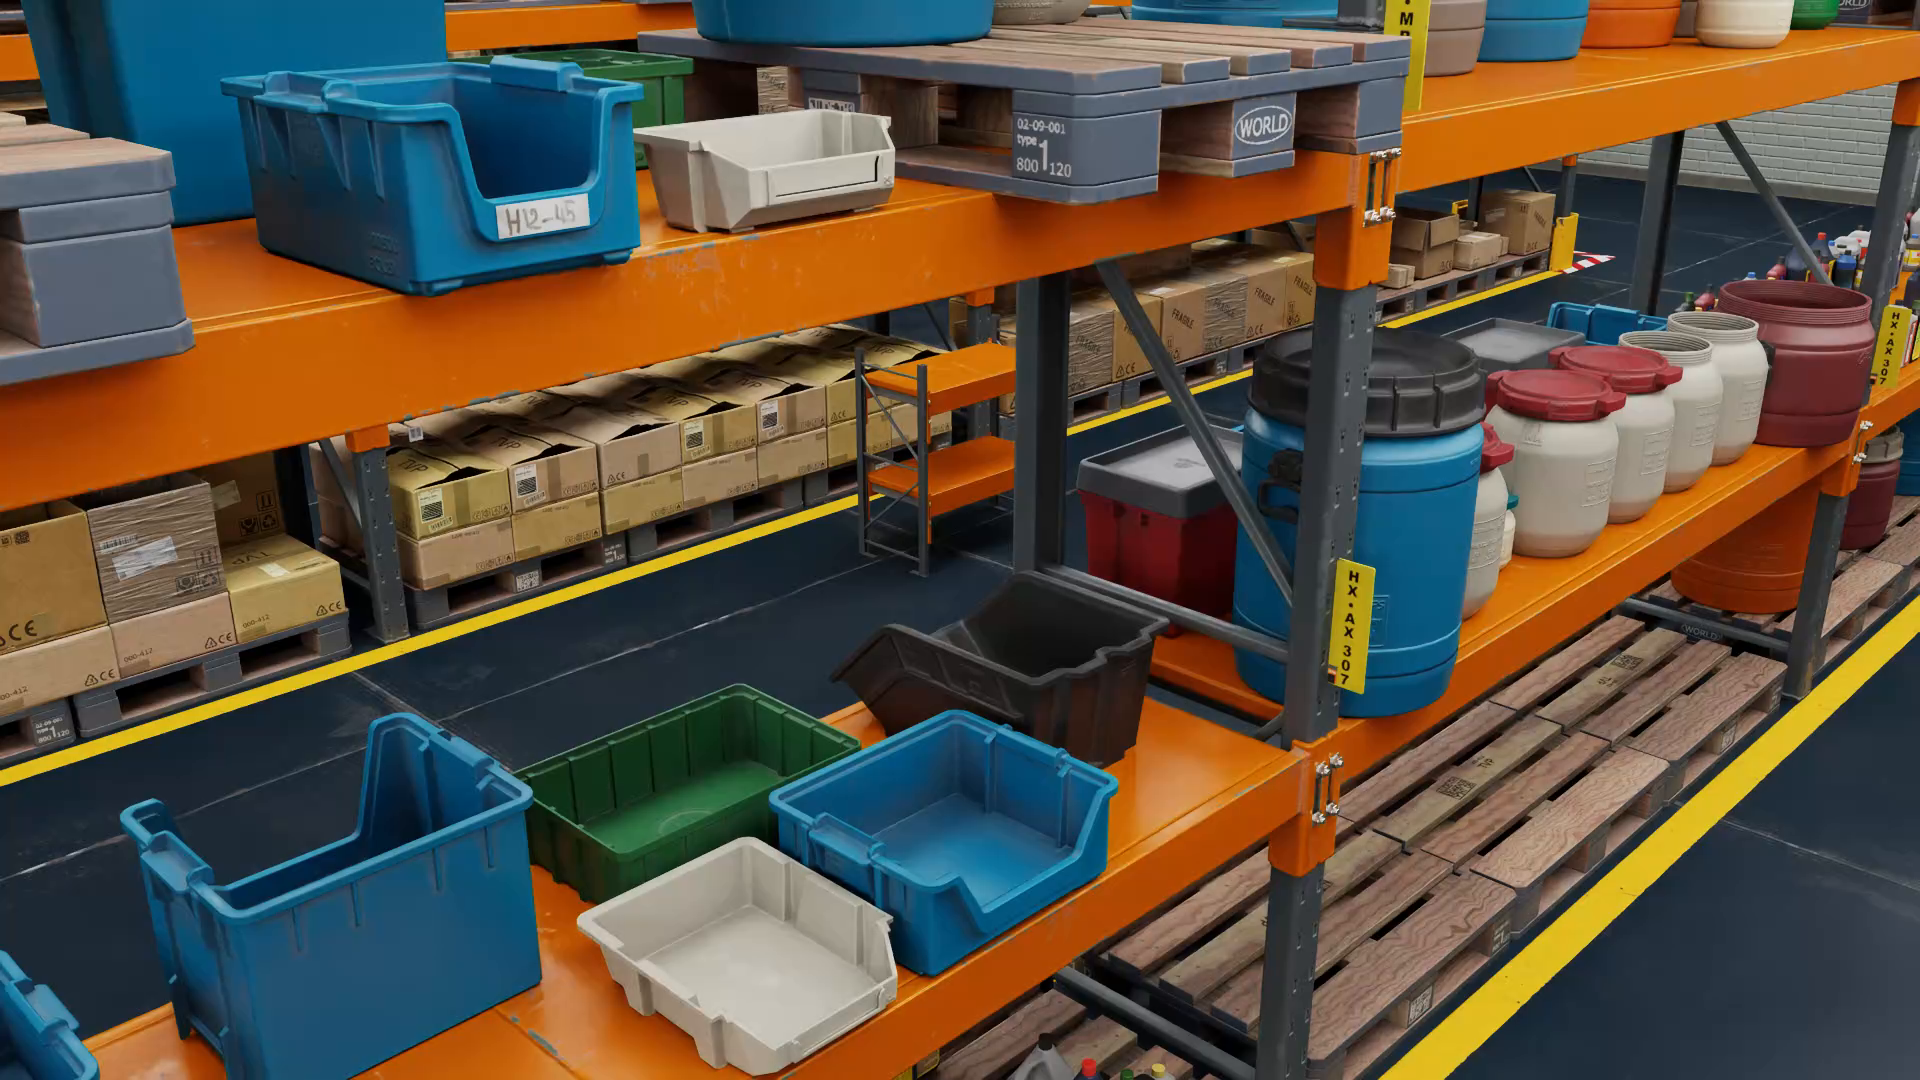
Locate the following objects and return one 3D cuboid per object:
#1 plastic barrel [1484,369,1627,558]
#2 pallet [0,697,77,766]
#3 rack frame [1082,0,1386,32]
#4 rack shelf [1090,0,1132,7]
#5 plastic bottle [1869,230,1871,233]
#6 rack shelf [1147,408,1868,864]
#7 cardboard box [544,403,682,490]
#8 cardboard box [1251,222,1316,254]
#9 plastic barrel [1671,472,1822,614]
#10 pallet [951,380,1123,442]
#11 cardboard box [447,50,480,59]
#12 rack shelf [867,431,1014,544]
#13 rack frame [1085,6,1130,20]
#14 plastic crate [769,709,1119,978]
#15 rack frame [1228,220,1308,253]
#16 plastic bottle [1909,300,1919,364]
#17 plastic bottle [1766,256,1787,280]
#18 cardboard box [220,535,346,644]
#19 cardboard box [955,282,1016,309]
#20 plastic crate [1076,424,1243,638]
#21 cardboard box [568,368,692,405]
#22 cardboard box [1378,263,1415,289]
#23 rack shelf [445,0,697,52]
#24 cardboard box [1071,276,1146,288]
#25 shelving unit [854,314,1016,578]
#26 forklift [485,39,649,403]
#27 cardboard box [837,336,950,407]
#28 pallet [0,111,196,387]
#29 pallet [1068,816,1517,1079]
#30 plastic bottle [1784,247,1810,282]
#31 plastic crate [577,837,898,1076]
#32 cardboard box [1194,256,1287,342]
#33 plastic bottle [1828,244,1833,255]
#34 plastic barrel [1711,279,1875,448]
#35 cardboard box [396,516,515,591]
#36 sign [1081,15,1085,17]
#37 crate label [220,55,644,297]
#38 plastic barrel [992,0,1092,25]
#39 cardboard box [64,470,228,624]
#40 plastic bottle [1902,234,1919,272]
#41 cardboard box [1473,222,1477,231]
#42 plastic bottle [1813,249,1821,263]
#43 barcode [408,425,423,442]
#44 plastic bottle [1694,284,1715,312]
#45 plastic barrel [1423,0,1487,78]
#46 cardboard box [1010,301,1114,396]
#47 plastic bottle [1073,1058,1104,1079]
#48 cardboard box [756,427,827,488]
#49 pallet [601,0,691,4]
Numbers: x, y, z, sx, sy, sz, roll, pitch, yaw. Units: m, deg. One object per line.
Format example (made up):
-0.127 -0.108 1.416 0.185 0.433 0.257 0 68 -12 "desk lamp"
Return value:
1.883 -0.248 5.349 0.433 0.535 0.433 0 21 0 "plastic barrel"
-4.436 0.765 6.789 1.003 0.211 1.213 19 28 41 "pallet"
0.546 -2.605 3.309 1.000 3.000 0.127 19 28 41 "rack frame"
1.186 -3.652 11.217 1.077 0.370 4.000 19 28 41 "rack shelf"
5.176 -1.660 9.393 0.097 0.271 0.097 0 21 0 "plastic bottle"
1.942 0.017 5.852 1.077 0.370 4.000 19 28 41 "rack shelf"
-1.820 -0.524 8.723 0.500 0.311 0.500 18 27 39 "cardboard box"
2.775 -2.358 13.899 0.500 0.500 0.500 19 28 41 "cardboard box"
3.666 -0.146 7.713 0.600 0.830 0.708 19 28 41 "plastic barrel"
0.338 -0.954 11.263 1.003 0.211 1.213 19 28 41 "pallet"
-3.981 -3.771 13.048 0.380 0.149 0.250 15 26 34 "cardboard box"
0.005 -0.299 8.965 0.538 0.278 1.000 19 28 41 "rack shelf"
1.819 -5.369 18.862 1.000 3.000 0.127 19 28 41 "rack frame"
-0.031 0.617 3.495 0.499 0.251 0.616 19 28 41 "plastic crate"
2.581 -3.102 12.964 1.000 3.000 0.127 19 28 41 "rack frame"
4.319 -0.951 7.530 0.061 0.283 0.133 19 28 41 "plastic bottle"
4.111 -1.283 8.394 0.061 0.283 0.133 19 28 41 "plastic bottle"
-3.167 0.216 7.579 0.500 0.250 0.500 19 28 41 "cardboard box"
0.311 -1.777 11.342 0.500 0.250 0.500 -19 28 -40 "cardboard box"
0.665 -0.036 4.897 0.402 0.464 0.583 19 28 41 "plastic crate"
-1.861 -0.787 9.406 0.500 0.311 0.500 19 28 40 "cardboard box"
3.625 -2.263 14.118 0.380 0.166 0.250 19 28 41 "cardboard box"
-1.605 -2.624 8.542 1.077 0.370 4.000 19 28 41 "rack shelf"
0.998 -1.681 12.137 0.500 0.500 0.500 18 27 39 "cardboard box"
0.005 -0.527 8.877 0.538 1.125 1.048 19 28 41 "shelving unit"
-2.322 -2.569 11.674 1.130 2.935 3.031 15 26 34 "forklift"
-0.399 -1.052 10.095 0.500 0.311 0.500 -19 28 -41 "cardboard box"
-1.597 -0.277 1.696 1.003 0.211 1.213 19 28 41 "pallet"
1.066 1.285 5.436 1.003 0.211 1.213 19 28 41 "pallet"
4.251 -1.345 8.461 0.144 0.351 0.185 19 28 41 "plastic bottle"
-0.405 0.799 3.182 0.530 0.136 0.437 19 28 41 "plastic crate"
2.091 -1.817 12.491 0.500 0.500 0.500 19 28 41 "cardboard box"
4.555 -1.432 8.798 0.097 0.271 0.097 0 21 0 "plastic bottle"
3.230 -0.701 6.528 0.600 0.536 0.708 19 28 41 "plastic barrel"
-2.541 0.000 8.140 0.500 0.250 0.500 18 28 39 "cardboard box"
1.426 -5.950 19.058 0.100 0.325 0.005 19 28 41 "sign"
-0.702 -0.506 2.235 0.502 0.251 0.408 19 28 41 "crate label"
0.105 -1.391 3.592 0.421 0.512 0.421 0 21 0 "plastic barrel"
-3.524 -0.008 7.117 0.500 0.500 0.500 19 28 41 "cardboard box"
5.378 -1.624 9.396 0.097 0.201 0.097 0 21 0 "plastic bottle"
4.833 -2.983 16.015 0.380 0.149 0.250 19 28 41 "cardboard box"
4.376 -1.350 8.567 0.061 0.283 0.133 19 28 41 "plastic bottle"
-2.524 -0.493 7.710 0.001 0.075 0.075 19 28 41 "barcode"
3.474 -1.048 7.784 0.061 0.283 0.133 19 28 41 "plastic bottle"
1.202 -1.792 4.676 0.600 0.901 0.600 0 21 0 "plastic barrel"
0.674 -1.294 11.130 0.500 0.500 0.500 18 27 39 "cardboard box"
0.304 1.464 4.163 0.144 0.351 0.185 18 28 39 "plastic bottle"
-1.112 -0.528 9.514 0.500 0.250 0.500 -19 28 -41 "cardboard box"
-1.397 -2.900 8.522 1.213 0.211 1.003 -19 28 -40 "pallet"
